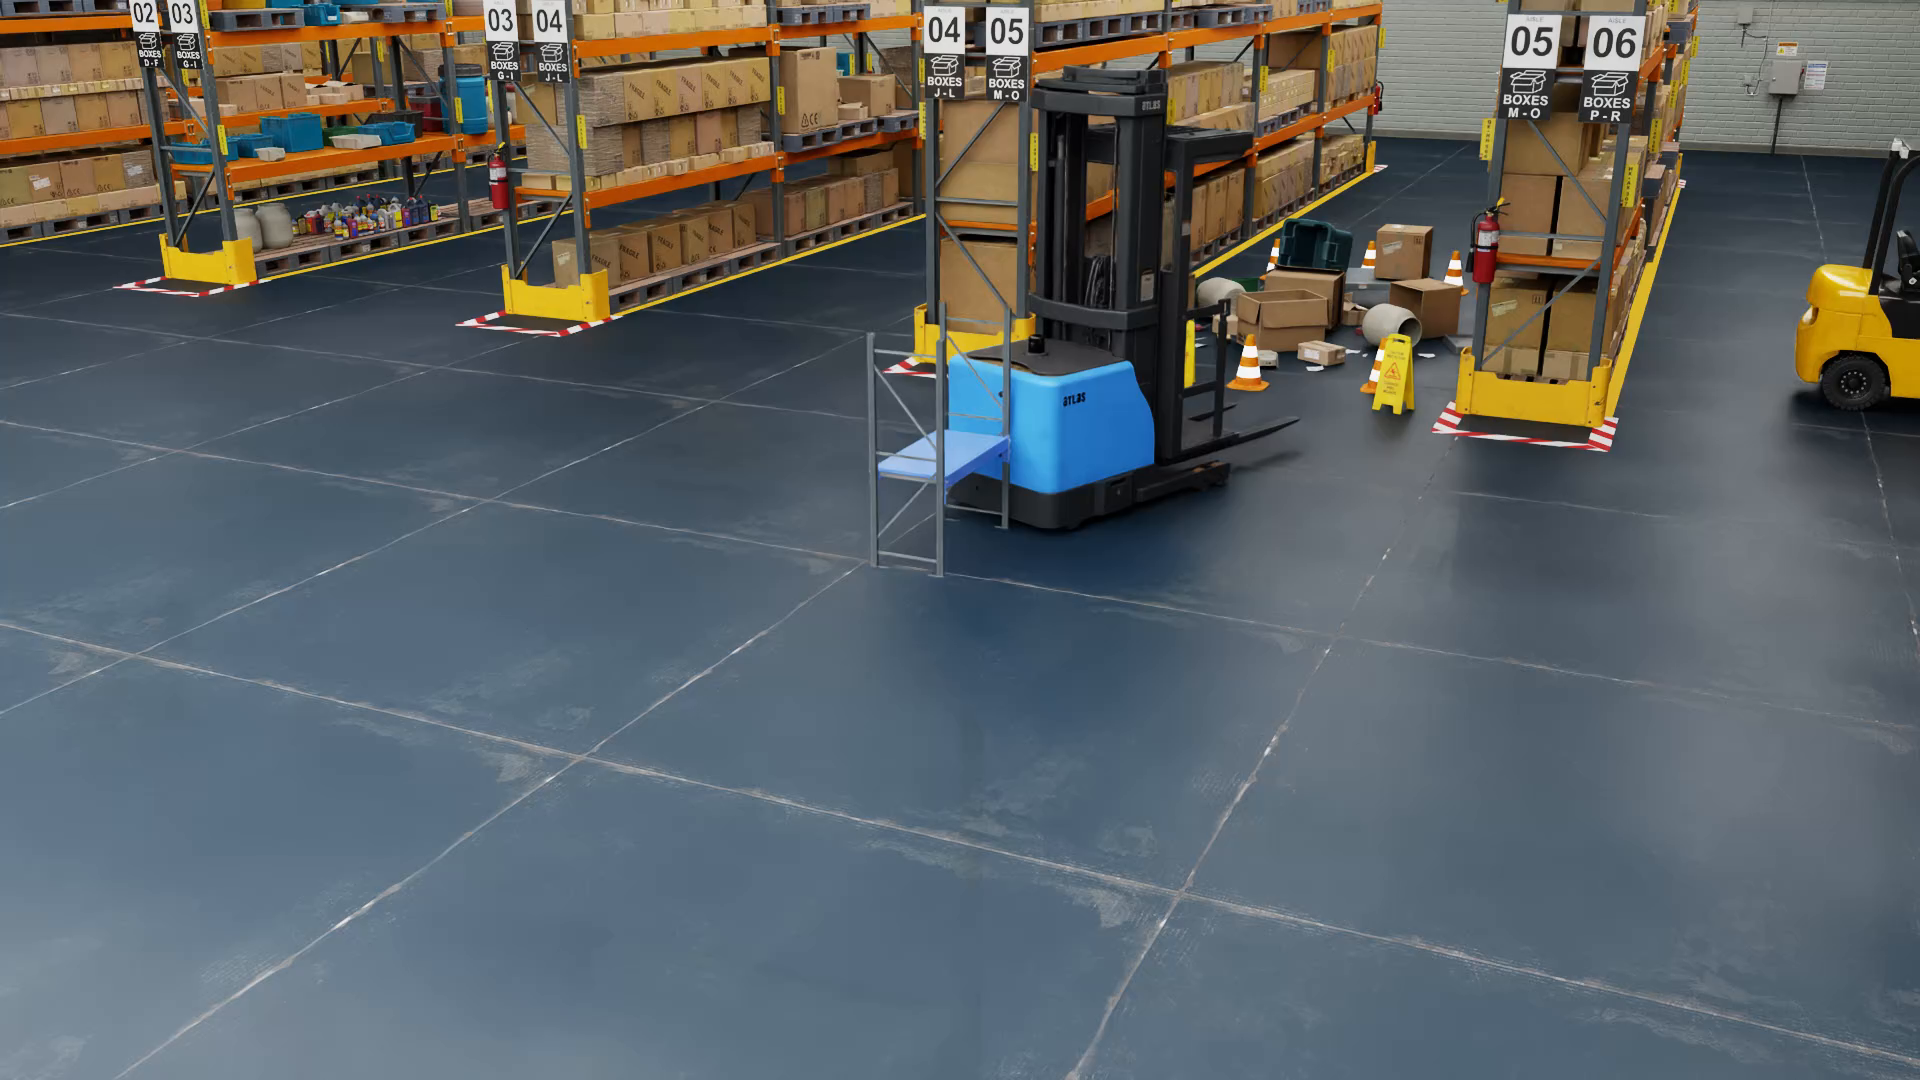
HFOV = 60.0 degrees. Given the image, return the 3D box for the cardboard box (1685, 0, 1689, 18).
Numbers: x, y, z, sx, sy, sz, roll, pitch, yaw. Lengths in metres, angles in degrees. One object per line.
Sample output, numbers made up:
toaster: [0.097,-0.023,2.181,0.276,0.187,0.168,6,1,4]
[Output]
cardboard box: [7.173,-5.473,17.003,0.500,0.250,0.500,8,21,22]

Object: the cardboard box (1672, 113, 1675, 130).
cardboard box: [9.683,-5.857,23.185,0.500,0.250,0.500,8,21,21]

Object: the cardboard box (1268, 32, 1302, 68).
cardboard box: [5.026,-7.587,25.740,0.500,0.500,0.500,8,21,21]

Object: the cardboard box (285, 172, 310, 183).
cardboard box: [-10.696,-5.836,26.379,0.500,0.250,0.500,9,21,24]

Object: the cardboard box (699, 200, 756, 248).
cardboard box: [-2.880,-3.917,20.610,0.500,0.500,0.500,8,21,21]

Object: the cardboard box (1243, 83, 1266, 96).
cardboard box: [3.915,-6.082,22.454,0.380,0.149,0.250,8,21,21]

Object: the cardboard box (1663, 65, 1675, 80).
cardboard box: [8.618,-5.665,20.780,0.500,0.500,0.500,9,21,23]

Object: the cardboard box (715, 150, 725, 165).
cardboard box: [-2.991,-4.496,19.509,0.380,0.149,0.250,9,21,23]

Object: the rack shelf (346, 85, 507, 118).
rack shelf: [-9.259,-7.869,29.693,1.077,0.370,4.000,9,21,23]

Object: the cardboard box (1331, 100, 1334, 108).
cardboard box: [5.710,-6.931,26.357,0.380,0.149,0.250,8,21,20]

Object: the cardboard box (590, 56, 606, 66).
cardboard box: [-7.362,-9.450,32.916,0.500,0.500,0.500,8,21,22]

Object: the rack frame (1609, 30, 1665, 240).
rack frame: [6.361,-3.654,16.766,1.000,3.000,0.127,9,21,23]

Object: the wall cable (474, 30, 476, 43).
wall cable: [-11.662,-11.721,37.934,0.084,1.984,1.851,9,21,23]

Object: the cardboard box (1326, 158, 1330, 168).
cardboard box: [5.722,-6.061,26.718,0.380,0.149,0.250,7,21,20]

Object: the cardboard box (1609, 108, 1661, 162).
cardboard box: [6.815,-4.143,16.922,0.500,0.500,0.500,9,22,24]

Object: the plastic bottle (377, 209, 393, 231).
plastic bottle: [-7.480,-4.174,21.638,0.152,0.276,0.135,9,21,24]

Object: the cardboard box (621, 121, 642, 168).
cardboard box: [-3.972,-4.312,18.023,0.875,0.500,0.500,9,21,23]

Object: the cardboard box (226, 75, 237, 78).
cardboard box: [-13.751,-8.632,31.111,0.380,0.149,0.250,9,21,24]

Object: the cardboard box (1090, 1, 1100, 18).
cardboard box: [1.115,-5.066,15.859,0.380,0.149,0.250,8,21,22]

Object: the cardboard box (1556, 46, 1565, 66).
cardboard box: [4.614,-3.873,13.282,0.380,0.149,0.250,9,21,23]

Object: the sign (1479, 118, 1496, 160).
sign: [4.225,-3.208,13.313,0.100,0.325,0.005,9,21,23]

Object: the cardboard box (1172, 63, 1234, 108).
cardboard box: [3.043,-5.753,21.026,0.700,0.500,0.500,8,21,22]

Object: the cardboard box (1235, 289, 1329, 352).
cardboard box: [3.133,-2.139,16.233,0.797,0.503,0.637,-5,20,-15]

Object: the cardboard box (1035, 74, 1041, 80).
cardboard box: [1.027,-7.636,27.745,0.500,0.250,0.500,8,21,22]

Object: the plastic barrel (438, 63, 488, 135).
plastic barrel: [-6.764,-6.006,22.632,0.600,0.901,0.708,9,21,23]

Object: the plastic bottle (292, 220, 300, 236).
plastic bottle: [-8.484,-3.981,21.206,0.097,0.201,0.097,0,20,0]

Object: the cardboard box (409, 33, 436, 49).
cardboard box: [-11.810,-10.481,35.516,0.980,0.700,0.700,8,21,22]

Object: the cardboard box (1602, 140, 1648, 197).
cardboard box: [6.202,-3.513,15.777,0.500,0.500,0.500,9,22,25]

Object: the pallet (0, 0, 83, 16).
pallet: [-12.543,-7.110,22.139,1.003,0.211,1.213,9,21,23]

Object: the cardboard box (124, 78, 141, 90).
cardboard box: [-11.840,-6.459,23.536,0.380,0.149,0.250,8,21,21]

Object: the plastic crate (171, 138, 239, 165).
plastic crate: [-8.905,-4.594,19.633,0.499,0.251,0.616,9,21,23]

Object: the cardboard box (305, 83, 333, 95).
cardboard box: [-10.621,-7.308,27.174,0.500,0.311,0.500,8,21,22]

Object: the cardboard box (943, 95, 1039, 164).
cardboard box: [0.353,-3.767,15.249,0.875,0.550,0.550,9,21,23]

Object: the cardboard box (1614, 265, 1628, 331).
cardboard box: [5.738,-2.215,15.079,0.500,0.500,0.500,9,21,24]

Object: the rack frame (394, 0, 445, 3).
rack frame: [-7.199,-8.520,21.496,1.000,3.000,0.127,9,21,23]

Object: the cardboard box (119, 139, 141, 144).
cardboard box: [-14.846,-7.078,29.468,0.700,0.500,0.500,9,21,23]

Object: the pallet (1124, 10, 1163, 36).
pallet: [1.459,-5.425,17.402,1.003,0.211,1.213,9,21,23]

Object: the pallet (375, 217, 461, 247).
pallet: [-7.512,-4.180,22.407,1.003,0.211,1.213,9,21,23]

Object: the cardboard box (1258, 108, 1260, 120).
cardboard box: [3.809,-5.714,22.306,0.380,0.149,0.250,8,21,22]

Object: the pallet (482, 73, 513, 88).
pallet: [-8.867,-8.500,30.679,1.003,0.211,1.213,9,21,23]

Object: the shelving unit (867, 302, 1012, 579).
shelving unit: [-0.114,-0.658,10.580,0.538,1.500,1.048,9,21,23]

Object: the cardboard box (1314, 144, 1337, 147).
cardboard box: [5.936,-6.364,27.126,0.380,0.149,0.250,8,21,20]

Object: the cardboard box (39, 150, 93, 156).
cardboard box: [-12.601,-5.225,23.543,0.500,0.500,0.500,9,21,23]

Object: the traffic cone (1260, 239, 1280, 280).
traffic cone: [3.731,-3.310,19.585,0.336,0.463,0.334,9,21,23]

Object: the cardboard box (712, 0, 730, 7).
cardboard box: [-2.855,-6.159,18.964,0.380,0.149,0.250,8,21,21]

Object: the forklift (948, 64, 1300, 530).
forklift: [1.324,-1.848,11.792,3.031,2.935,1.130,-18,26,-40]

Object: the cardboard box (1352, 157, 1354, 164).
cardboard box: [6.493,-6.474,28.325,0.380,0.149,0.250,8,21,22]

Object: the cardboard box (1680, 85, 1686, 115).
cardboard box: [10.698,-6.716,25.227,0.500,0.500,0.500,9,22,24]

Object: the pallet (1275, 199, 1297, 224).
pallet: [4.264,-4.821,24.211,1.003,0.211,1.213,9,21,23]

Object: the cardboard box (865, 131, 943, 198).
cardboard box: [-0.740,-5.641,24.899,1.225,0.875,0.875,8,21,20]

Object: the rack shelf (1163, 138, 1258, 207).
rack shelf: [2.623,-4.575,20.429,1.077,0.370,4.000,9,21,23]

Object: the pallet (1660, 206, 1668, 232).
pallet: [9.390,-4.539,23.418,1.003,0.211,1.213,9,21,23]

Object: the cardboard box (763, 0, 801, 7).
cardboard box: [-2.397,-6.804,20.365,0.797,0.503,0.637,7,21,20]

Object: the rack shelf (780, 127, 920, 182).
rack shelf: [-1.861,-5.286,22.430,1.077,0.370,4.000,9,21,23]
